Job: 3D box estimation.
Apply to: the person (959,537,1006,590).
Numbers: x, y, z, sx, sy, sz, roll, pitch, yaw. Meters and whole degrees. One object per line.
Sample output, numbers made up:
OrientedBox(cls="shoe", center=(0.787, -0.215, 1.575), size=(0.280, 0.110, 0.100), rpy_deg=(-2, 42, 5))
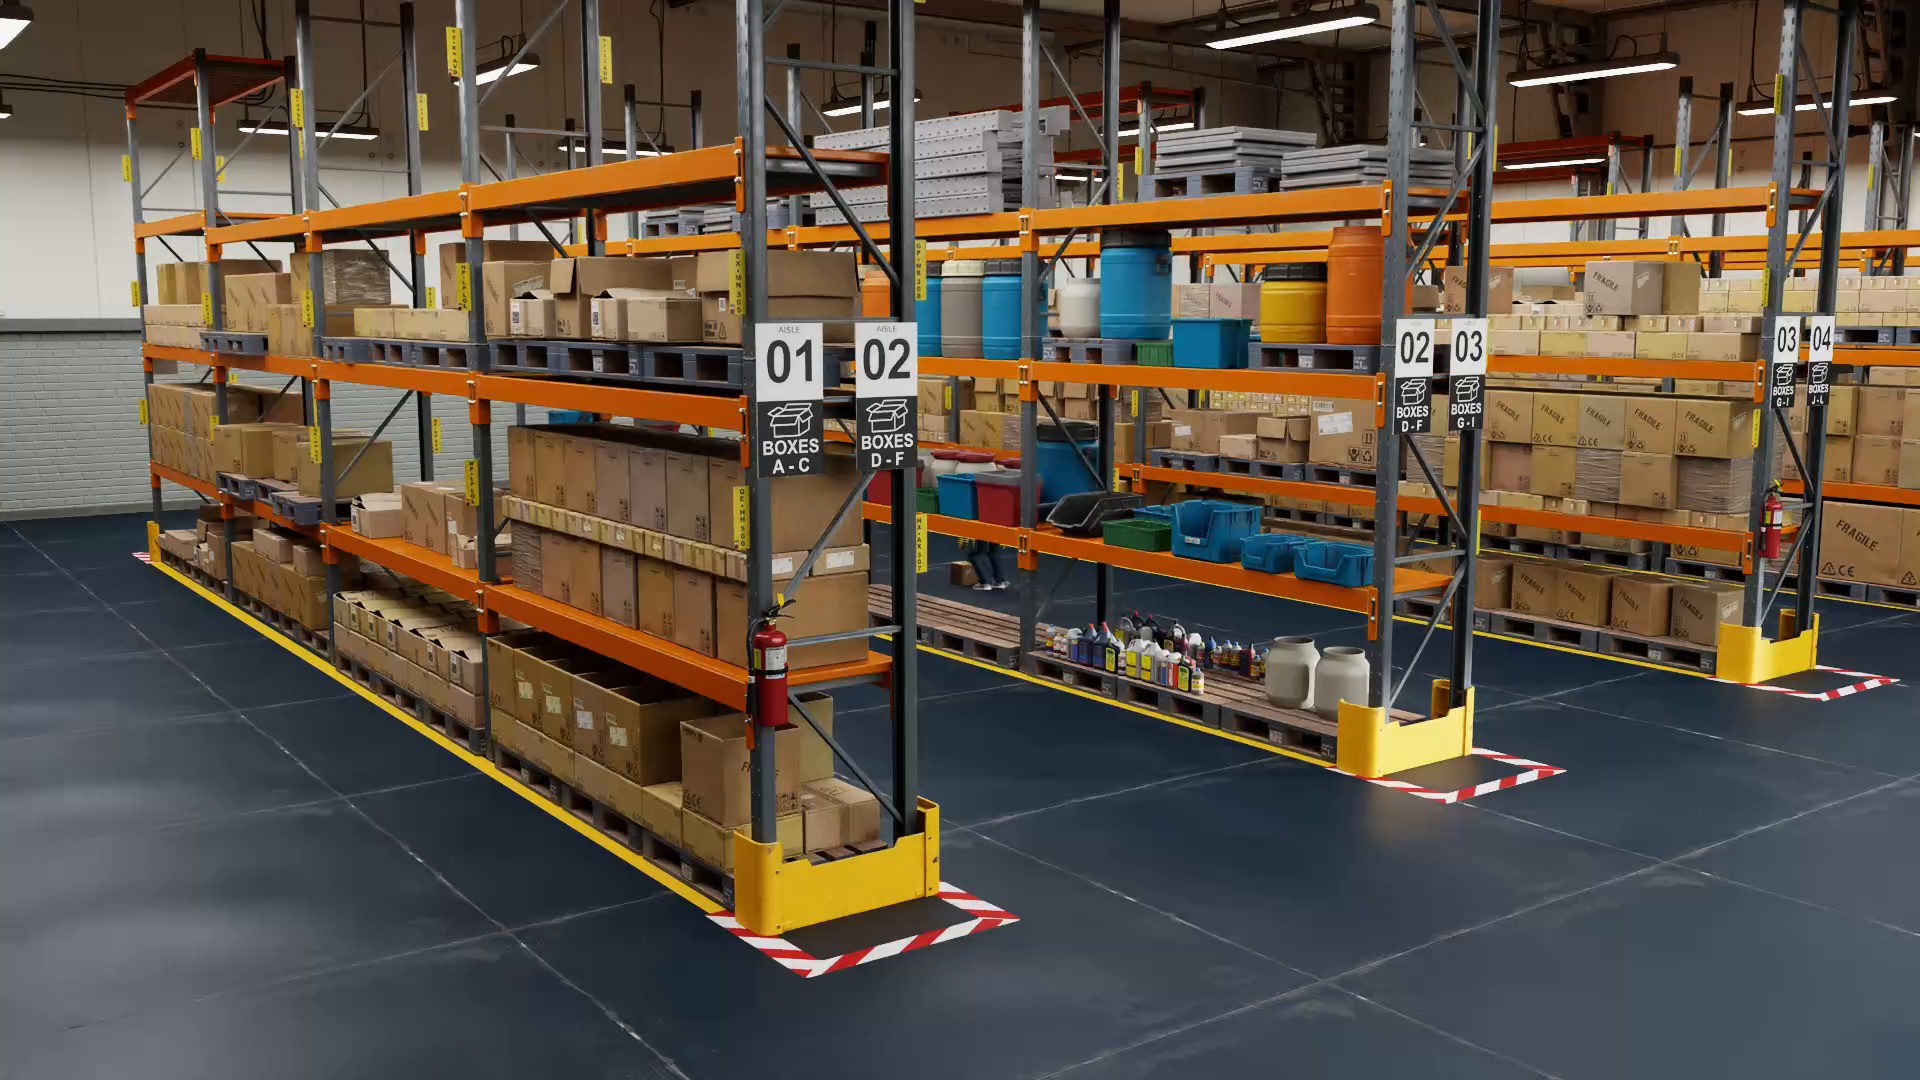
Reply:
OrientedBox(cls="person", center=(0.284, -0.027, 19.440), size=(0.462, 1.214, 0.701), rpy_deg=(-6, 10, -36))
